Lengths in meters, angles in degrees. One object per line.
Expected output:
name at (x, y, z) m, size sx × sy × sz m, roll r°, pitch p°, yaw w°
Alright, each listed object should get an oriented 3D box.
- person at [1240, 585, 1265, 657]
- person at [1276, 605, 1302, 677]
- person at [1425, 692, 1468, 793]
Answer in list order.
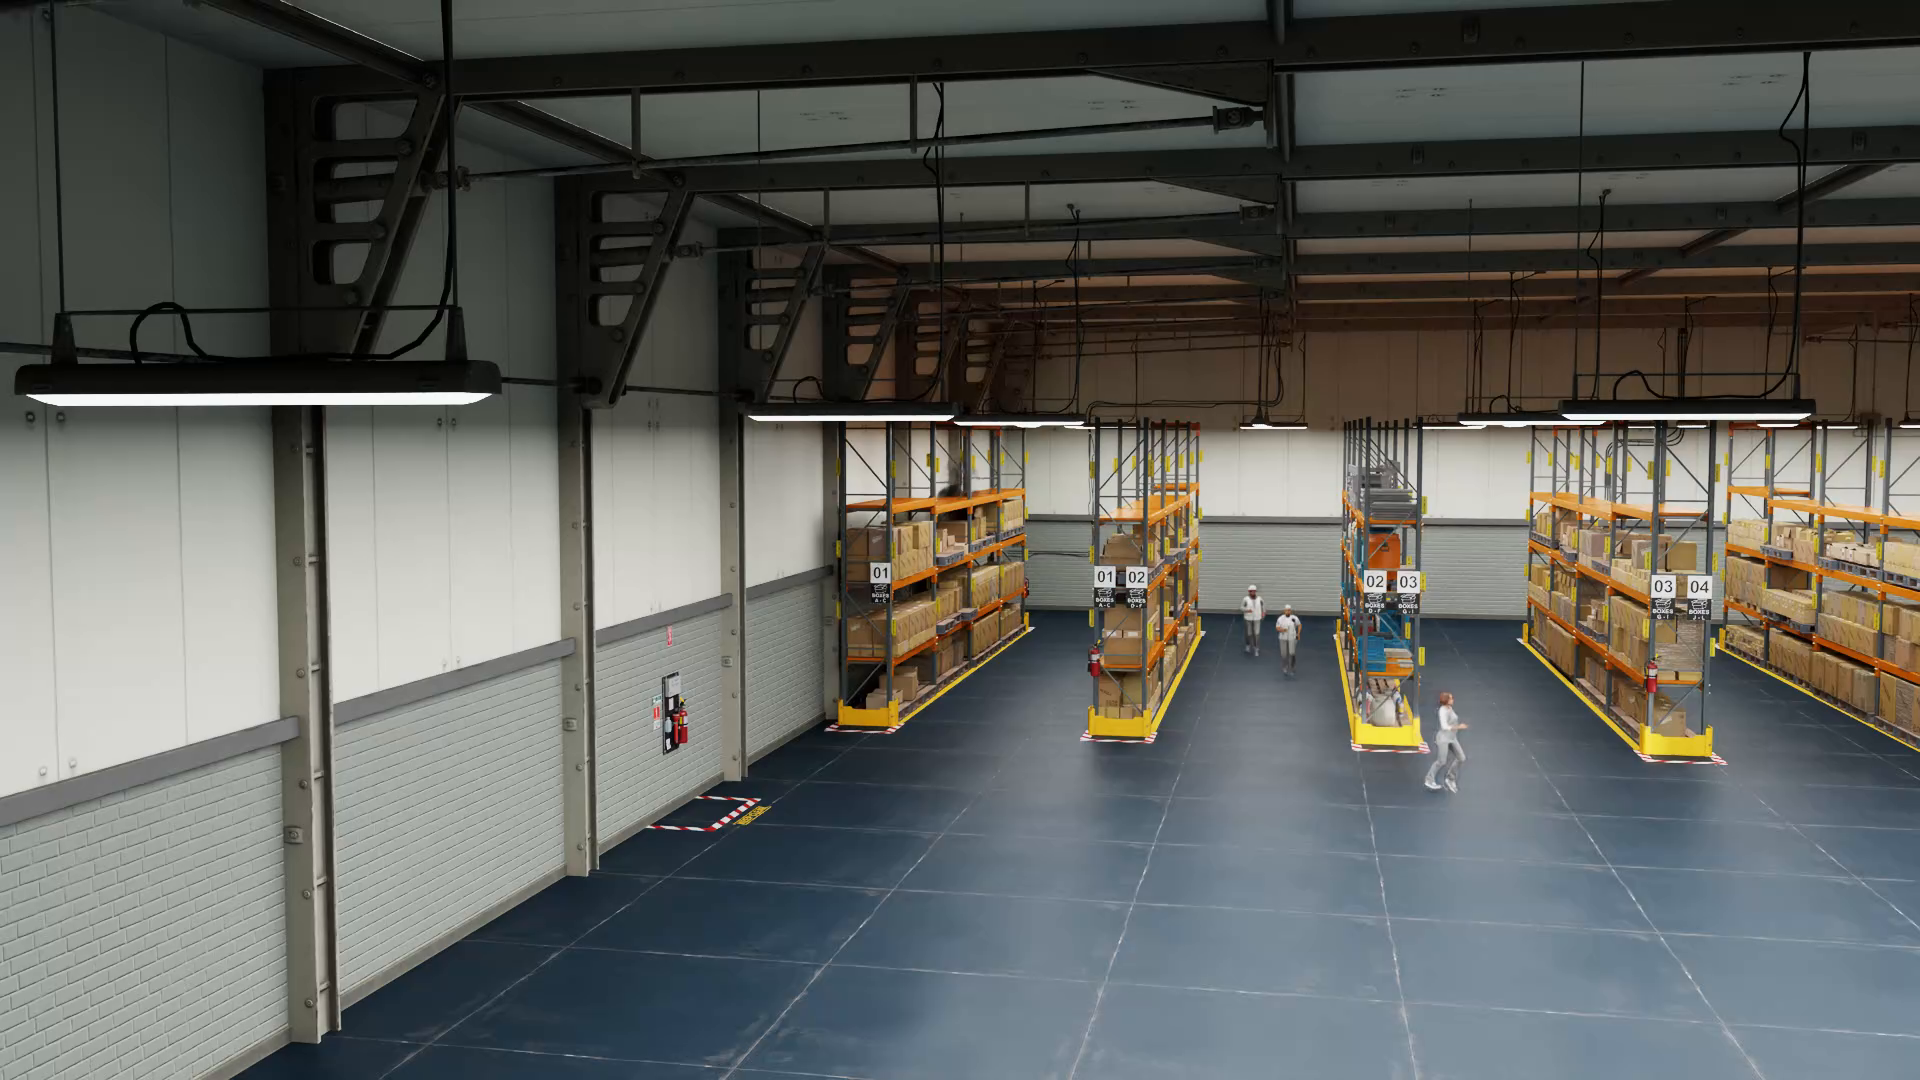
person at (7.515, 2.075, 42.734) m, size 0.672 × 1.845 × 0.766 m, roll 0°, pitch 4°, yaw 1°
person at (7.706, 2.368, 39.036) m, size 0.578 × 1.685 × 0.688 m, roll 1°, pitch 4°, yaw 14°
person at (7.732, 3.210, 26.389) m, size 0.682 × 1.621 × 0.507 m, roll 3°, pitch 5°, yaw 40°
